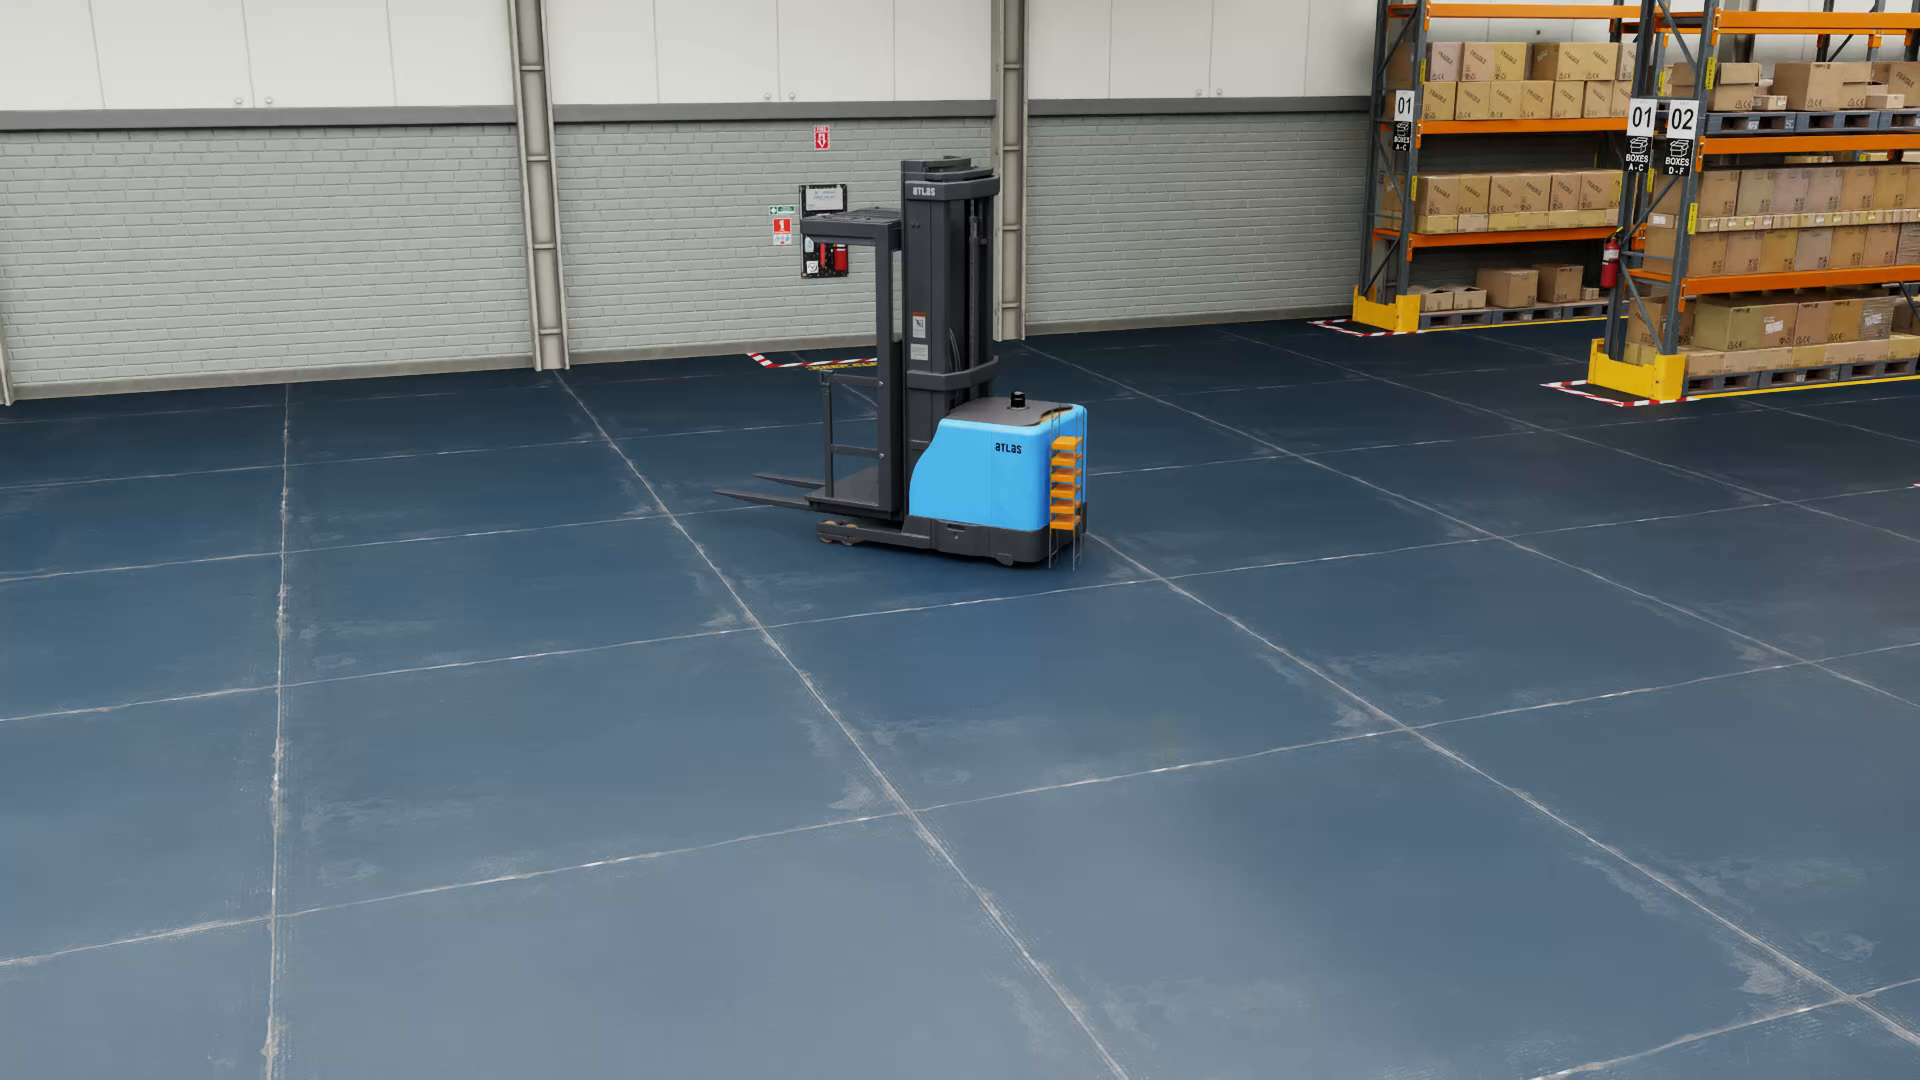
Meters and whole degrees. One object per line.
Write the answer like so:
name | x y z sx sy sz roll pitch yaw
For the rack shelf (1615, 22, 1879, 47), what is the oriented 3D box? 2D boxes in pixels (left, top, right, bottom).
rack shelf | 11.495 -7.392 24.288 4.000 0.370 1.077 -6 17 -20

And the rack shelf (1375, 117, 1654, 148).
rack shelf | 7.760 -5.742 23.281 4.000 0.370 1.077 -6 17 -20

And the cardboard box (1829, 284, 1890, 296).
cardboard box | 10.858 -2.824 20.195 0.500 0.500 0.500 -6 17 -20

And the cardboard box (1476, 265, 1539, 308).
cardboard box | 7.806 -3.622 23.765 0.500 0.500 0.700 -7 18 -24

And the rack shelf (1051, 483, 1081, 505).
rack shelf | 0.788 -0.342 12.292 0.180 0.103 0.258 5 17 16

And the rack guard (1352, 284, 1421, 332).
rack guard | 5.963 -3.254 23.294 0.348 0.500 1.175 -6 17 -20

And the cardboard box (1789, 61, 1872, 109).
cardboard box | 9.821 -5.171 18.883 0.637 0.503 0.797 -4 17 -14

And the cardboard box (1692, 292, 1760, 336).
cardboard box | 8.991 -2.622 19.508 0.500 0.500 0.500 -6 17 -20

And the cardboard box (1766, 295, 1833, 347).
cardboard box | 9.650 -2.531 19.198 0.500 0.500 0.500 -6 17 -20

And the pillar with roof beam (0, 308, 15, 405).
pillar with roof beam | -9.031 -4.675 13.048 0.400 9.000 9.100 -6 17 -20

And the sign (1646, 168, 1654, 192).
sign | 9.829 -5.123 23.683 0.005 0.325 0.100 -6 17 -20

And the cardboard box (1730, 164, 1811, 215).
cardboard box | 9.118 -3.968 18.808 0.500 0.500 0.700 -6 17 -20

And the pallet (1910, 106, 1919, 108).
pallet | 13.945 -6.680 25.534 1.003 0.211 1.213 -5 17 -18

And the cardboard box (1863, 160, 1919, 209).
cardboard box | 10.991 -4.171 19.497 0.500 0.500 0.700 -6 17 -20

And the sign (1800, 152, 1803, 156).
sign | 13.161 -5.954 25.995 0.005 0.325 0.100 -6 17 -20

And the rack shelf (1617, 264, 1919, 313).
rack shelf | 9.536 -3.000 19.266 4.000 0.370 1.077 -6 17 -20

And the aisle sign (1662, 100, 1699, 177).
aisle sign | 7.717 -4.303 17.815 0.004 0.787 0.394 -6 17 -20

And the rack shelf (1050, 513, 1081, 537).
rack shelf | 0.788 -0.112 12.359 0.180 0.103 0.258 5 17 16

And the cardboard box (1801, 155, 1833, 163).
cardboard box | 13.051 -5.780 25.349 0.250 0.149 0.380 -9 18 -27

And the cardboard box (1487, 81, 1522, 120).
cardboard box | 7.292 -6.009 22.701 0.500 0.500 0.500 -5 17 -18

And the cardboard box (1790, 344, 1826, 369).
cardboard box | 9.650 -2.172 19.305 0.500 0.250 0.500 -6 17 -20

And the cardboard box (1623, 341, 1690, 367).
cardboard box | 8.063 -2.157 19.255 0.500 0.250 0.500 -6 17 -20

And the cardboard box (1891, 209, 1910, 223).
cardboard box | 10.751 -3.770 19.285 0.250 0.149 0.380 -7 18 -22

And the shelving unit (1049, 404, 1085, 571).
shelving unit | 0.788 -0.385 12.279 0.189 1.200 0.258 5 17 16

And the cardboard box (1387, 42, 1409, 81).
cardboard box | 6.201 -6.535 22.717 0.500 0.500 0.500 -5 17 -18

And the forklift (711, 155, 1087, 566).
forklift | -0.555 -1.486 12.958 3.031 2.935 1.130 8 18 26

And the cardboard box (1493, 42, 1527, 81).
cardboard box | 7.300 -6.490 22.562 0.500 0.500 0.500 -6 17 -19

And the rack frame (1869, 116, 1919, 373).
rack frame | 11.404 -3.547 19.852 0.127 3.000 1.000 -6 17 -20

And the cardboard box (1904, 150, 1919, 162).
cardboard box | 14.846 -5.897 25.783 0.500 0.250 0.500 -6 17 -20

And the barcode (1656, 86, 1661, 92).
barcode | 7.778 -5.018 18.510 0.075 0.075 0.001 -6 17 -20

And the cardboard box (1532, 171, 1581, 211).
cardboard box | 8.359 -4.918 23.422 0.500 0.500 0.500 -7 18 -22

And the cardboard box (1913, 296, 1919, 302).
cardboard box | 12.163 -2.868 20.681 0.500 0.311 0.500 -6 17 -19

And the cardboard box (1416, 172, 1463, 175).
cardboard box | 6.730 -4.895 23.344 0.500 0.500 0.500 -6 17 -19

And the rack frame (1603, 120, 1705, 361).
rack frame | 7.668 -3.143 18.478 0.127 3.000 1.000 -6 17 -20

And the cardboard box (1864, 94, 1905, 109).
cardboard box | 10.375 -4.940 18.726 0.250 0.149 0.380 -6 17 -20

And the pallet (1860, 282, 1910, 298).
pallet | 14.126 -3.974 26.258 1.213 0.211 1.003 -6 17 -20

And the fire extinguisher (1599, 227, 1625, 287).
fire extinguisher | 7.392 -3.216 18.865 0.183 0.674 0.296 -6 17 -20

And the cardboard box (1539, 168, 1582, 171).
cardboard box | 8.629 -5.103 24.053 0.500 0.500 0.500 -6 17 -20

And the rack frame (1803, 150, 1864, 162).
rack frame | 13.363 -5.253 25.662 0.127 3.000 1.000 -6 17 -20

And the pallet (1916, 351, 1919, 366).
pallet | 12.078 -2.293 20.532 1.213 0.211 1.003 -6 17 -20

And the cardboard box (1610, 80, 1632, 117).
cardboard box | 9.242 -6.230 23.453 0.500 0.500 0.500 -6 17 -19

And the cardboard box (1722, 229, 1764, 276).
cardboard box | 8.598 -3.289 18.798 0.500 0.500 0.700 -6 17 -19

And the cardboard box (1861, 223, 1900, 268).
cardboard box | 10.501 -3.493 19.493 0.500 0.500 0.700 -6 18 -21

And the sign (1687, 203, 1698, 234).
sign | 7.861 -3.450 17.846 0.005 0.325 0.100 -6 17 -20

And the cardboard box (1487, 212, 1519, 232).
cardboard box | 7.419 -4.455 23.177 0.500 0.250 0.500 -6 18 -21

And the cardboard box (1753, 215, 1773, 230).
cardboard box | 8.827 -3.562 18.577 0.250 0.149 0.380 -6 18 -21

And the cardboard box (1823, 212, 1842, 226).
cardboard box | 9.793 -3.667 18.932 0.250 0.149 0.380 -6 17 -18

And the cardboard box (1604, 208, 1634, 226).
cardboard box | 9.294 -4.660 23.873 0.500 0.250 0.500 -6 17 -20

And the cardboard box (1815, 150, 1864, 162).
cardboard box | 13.693 -5.927 25.885 0.500 0.250 0.500 -6 17 -19

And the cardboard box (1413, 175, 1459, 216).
cardboard box | 6.446 -4.713 22.722 0.500 0.500 0.500 -6 17 -20

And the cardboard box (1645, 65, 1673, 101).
cardboard box | 10.167 -6.572 23.909 0.500 0.500 0.500 -4 17 -12

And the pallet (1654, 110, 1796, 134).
pallet | 8.338 -4.605 18.288 1.213 0.211 1.003 -6 17 -20
